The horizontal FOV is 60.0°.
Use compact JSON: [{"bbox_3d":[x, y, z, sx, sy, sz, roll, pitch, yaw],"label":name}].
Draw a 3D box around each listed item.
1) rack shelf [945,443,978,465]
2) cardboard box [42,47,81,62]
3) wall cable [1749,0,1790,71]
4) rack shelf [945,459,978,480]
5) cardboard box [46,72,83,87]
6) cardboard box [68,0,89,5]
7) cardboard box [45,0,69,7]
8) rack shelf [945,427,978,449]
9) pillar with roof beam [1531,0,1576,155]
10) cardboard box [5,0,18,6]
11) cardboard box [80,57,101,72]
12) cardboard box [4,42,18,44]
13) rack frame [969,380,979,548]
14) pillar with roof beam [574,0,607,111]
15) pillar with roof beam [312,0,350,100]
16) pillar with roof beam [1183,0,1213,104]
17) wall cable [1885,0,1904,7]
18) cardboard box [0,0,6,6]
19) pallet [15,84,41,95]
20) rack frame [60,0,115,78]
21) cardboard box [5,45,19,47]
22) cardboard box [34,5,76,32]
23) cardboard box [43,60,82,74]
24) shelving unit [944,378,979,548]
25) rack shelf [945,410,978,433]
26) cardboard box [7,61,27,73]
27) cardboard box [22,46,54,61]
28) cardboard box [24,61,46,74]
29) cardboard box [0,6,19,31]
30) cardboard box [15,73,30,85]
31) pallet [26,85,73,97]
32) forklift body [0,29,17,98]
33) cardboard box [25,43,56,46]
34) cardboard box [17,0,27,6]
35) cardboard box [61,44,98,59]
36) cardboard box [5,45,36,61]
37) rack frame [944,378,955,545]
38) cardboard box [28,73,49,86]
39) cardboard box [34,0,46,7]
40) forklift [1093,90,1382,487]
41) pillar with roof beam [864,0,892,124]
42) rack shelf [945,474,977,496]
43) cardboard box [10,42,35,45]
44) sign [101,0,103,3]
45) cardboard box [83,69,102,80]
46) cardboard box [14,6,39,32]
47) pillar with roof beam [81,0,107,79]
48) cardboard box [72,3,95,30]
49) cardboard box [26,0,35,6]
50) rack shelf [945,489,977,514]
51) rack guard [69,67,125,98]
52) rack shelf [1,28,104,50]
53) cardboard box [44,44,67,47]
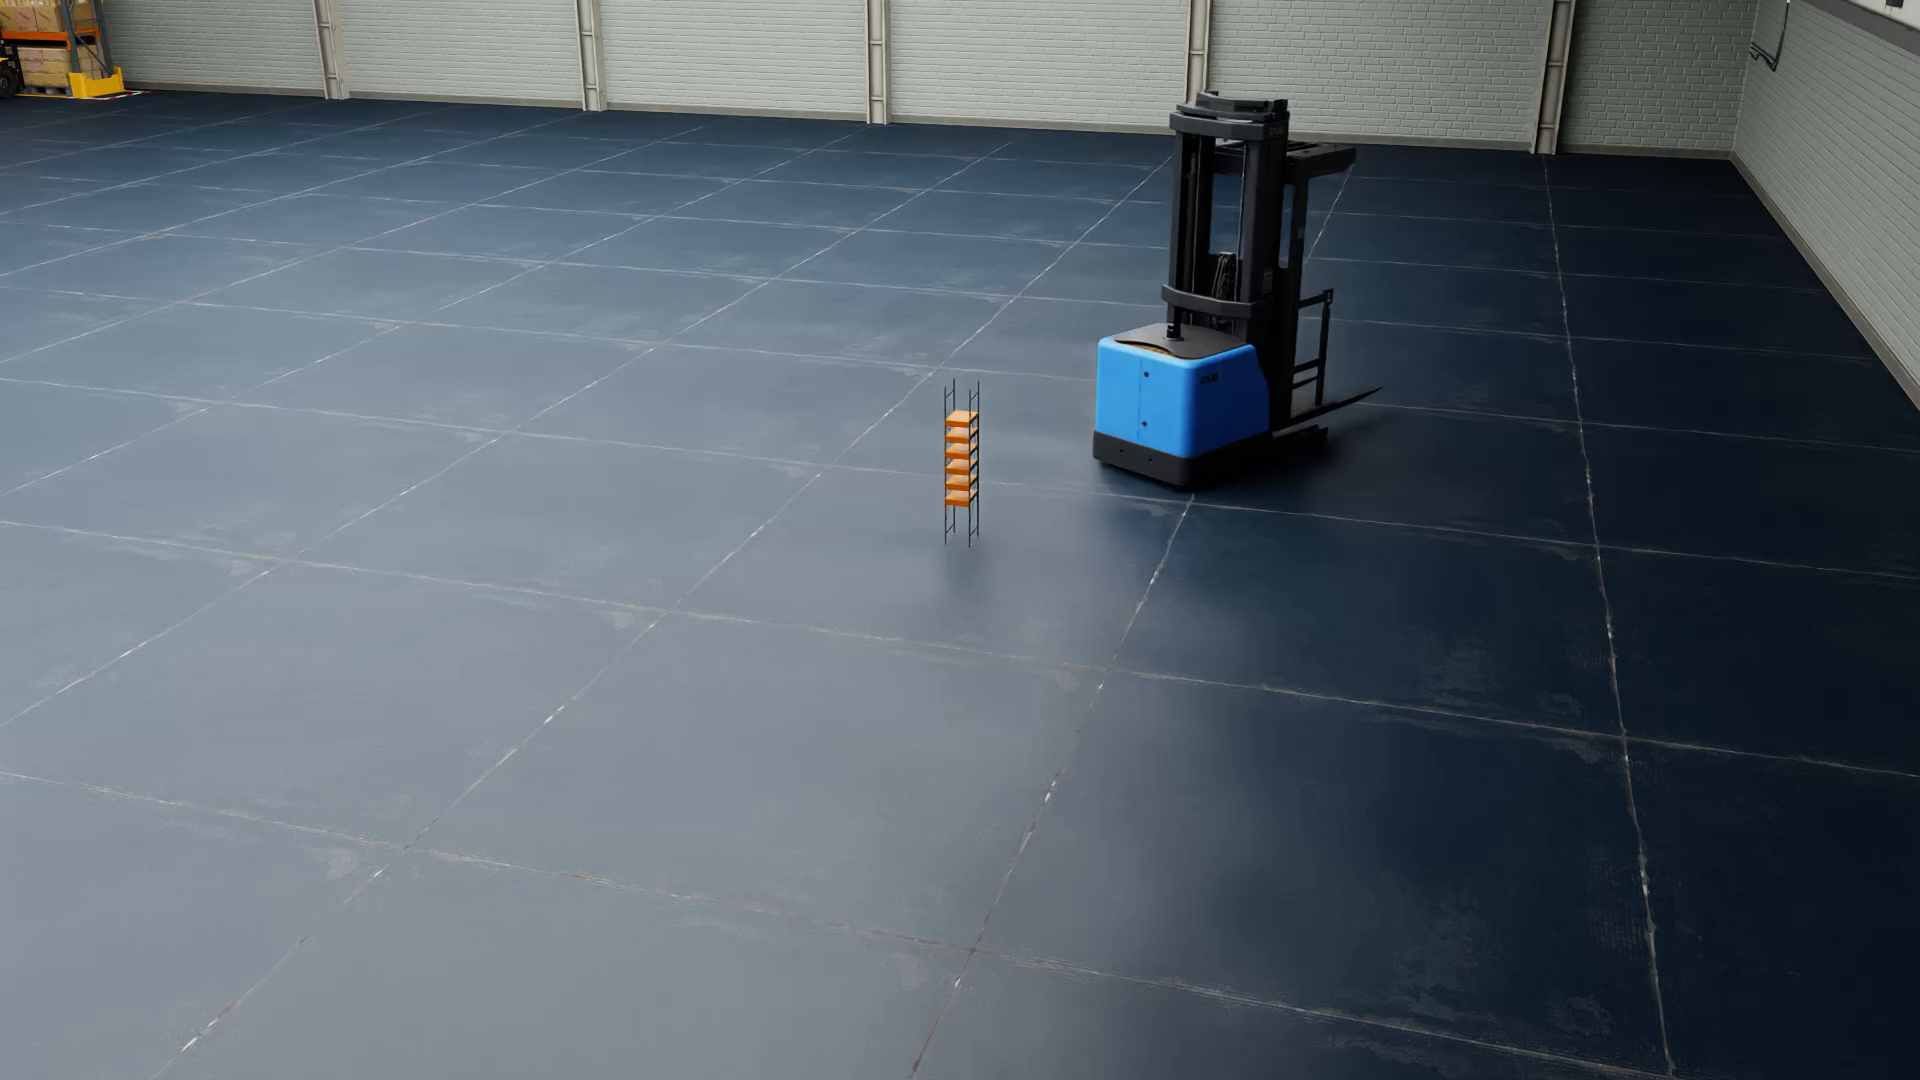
[{"bbox_3d":[0.014,-0.623,12.010,0.180,0.103,0.258,7,23,15],"label":"rack shelf"},{"bbox_3d":[-18.891,-10.211,34.962,0.500,0.250,0.500,7,23,17],"label":"cardboard box"},{"bbox_3d":[12.394,-8.539,25.322,0.112,2.526,3.097,7,23,16],"label":"wall cable"},{"bbox_3d":[0.014,-0.512,12.055,0.180,0.103,0.258,7,23,15],"label":"rack shelf"},{"bbox_3d":[-18.901,-9.748,35.151,0.500,0.250,0.500,7,23,16],"label":"cardboard box"},{"bbox_3d":[-18.610,-11.367,35.041,0.250,0.149,0.380,6,23,14],"label":"cardboard box"},{"bbox_3d":[-18.773,-11.171,34.565,0.250,0.149,0.380,7,23,16],"label":"cardboard box"},{"bbox_3d":[0.014,-0.734,11.964,0.180,0.103,0.258,7,23,15],"label":"rack shelf"},{"bbox_3d":[8.712,-9.215,22.878,0.400,9.000,9.100,7,23,16],"label":"pillar with roof beam"},{"bbox_3d":[-19.760,-11.283,34.837,0.250,0.149,0.380,6,23,14],"label":"cardboard box"},{"bbox_3d":[-18.750,-10.169,35.520,0.500,0.250,0.500,7,23,16],"label":"cardboard box"},{"bbox_3d":[-20.692,-10.618,35.955,0.500,0.250,0.500,7,23,16],"label":"cardboard box"},{"bbox_3d":[0.101,-0.544,12.014,0.006,1.200,0.240,7,23,15],"label":"rack frame"},{"bbox_3d":[-8.521,-11.189,27.689,0.400,9.000,9.100,7,23,16],"label":"pillar with roof beam"},{"bbox_3d":[-14.265,-11.846,29.292,0.400,9.000,9.100,7,23,16],"label":"pillar with roof beam"},{"bbox_3d":[2.967,-9.873,24.482,0.400,9.000,9.100,7,23,16],"label":"pillar with roof beam"},{"bbox_3d":[9.636,-8.102,15.683,0.169,6.003,2.305,7,23,16],"label":"wall cable"},{"bbox_3d":[-20.008,-11.303,34.887,0.250,0.149,0.380,7,23,16],"label":"cardboard box"},{"bbox_3d":[-20.268,-9.802,35.887,1.213,0.211,1.003,7,23,15],"label":"pallet"},{"bbox_3d":[-18.360,-10.889,34.863,0.127,3.000,1.000,7,23,16],"label":"rack frame"},{"bbox_3d":[-20.350,-10.374,35.362,0.500,0.250,0.500,6,23,14],"label":"cardboard box"},{"bbox_3d":[-18.907,-10.894,34.743,0.500,0.500,0.500,6,23,14],"label":"cardboard box"},{"bbox_3d":[-18.916,-9.982,35.063,0.500,0.250,0.500,6,23,15],"label":"cardboard box"},{"bbox_3d":[0.014,-0.554,12.038,0.189,1.200,0.258,7,23,15],"label":"shelving unit"},{"bbox_3d":[0.014,-0.845,11.919,0.180,0.103,0.258,7,23,15],"label":"rack shelf"},{"bbox_3d":[-19.893,-10.090,35.326,0.500,0.250,0.500,6,23,14],"label":"cardboard box"},{"bbox_3d":[-19.381,-10.264,35.093,0.500,0.250,0.500,7,23,16],"label":"cardboard box"},{"bbox_3d":[-19.393,-10.041,35.207,0.500,0.250,0.500,6,23,15],"label":"cardboard box"},{"bbox_3d":[-19.891,-11.010,35.026,0.500,0.500,0.500,6,23,14],"label":"cardboard box"},{"bbox_3d":[-19.851,-9.864,35.434,0.500,0.250,0.500,7,23,16],"label":"cardboard box"},{"bbox_3d":[-19.104,-9.667,35.559,1.213,0.211,1.003,7,23,16],"label":"pallet"},{"bbox_3d":[-20.702,-10.041,33.915,1.214,2.155,2.313,7,23,16],"label":"forklift body"},{"bbox_3d":[-19.720,-10.507,35.685,0.500,0.250,0.500,6,23,15],"label":"cardboard box"},{"bbox_3d":[-19.491,-11.271,34.807,0.250,0.149,0.380,6,23,15],"label":"cardboard box"},{"bbox_3d":[-18.765,-10.395,35.411,0.500,0.250,0.500,6,23,15],"label":"cardboard box"},{"bbox_3d":[-19.867,-10.316,35.219,0.500,0.250,0.500,7,23,16],"label":"cardboard box"},{"bbox_3d":[-0.074,-0.564,12.063,0.006,1.200,0.240,7,23,15],"label":"rack frame"},{"bbox_3d":[-19.374,-9.806,35.292,0.500,0.250,0.500,7,23,15],"label":"cardboard box"},{"bbox_3d":[-19.026,-11.189,34.607,0.250,0.149,0.380,7,23,16],"label":"cardboard box"},{"bbox_3d":[2.509,-2.235,13.855,3.031,2.935,1.130,-20,30,-40],"label":"forklift"},{"bbox_3d":[-2.777,-10.531,26.085,0.400,9.000,9.100,7,23,16],"label":"pillar with roof beam"},{"bbox_3d":[0.014,-0.401,12.101,0.180,0.103,0.258,7,23,15],"label":"rack shelf"},{"bbox_3d":[-20.209,-10.566,35.828,0.500,0.250,0.500,6,23,14],"label":"cardboard box"},{"bbox_3d":[-18.194,-11.527,35.174,0.005,0.325,0.100,7,23,16],"label":"sign"},{"bbox_3d":[-18.773,-9.936,35.610,0.500,0.250,0.500,7,23,16],"label":"cardboard box"},{"bbox_3d":[-19.401,-10.954,34.890,0.500,0.500,0.500,7,23,17],"label":"cardboard box"},{"bbox_3d":[-20.009,-12.504,30.896,0.400,9.000,9.100,7,23,16],"label":"pillar with roof beam"},{"bbox_3d":[-18.754,-11.090,35.222,0.500,0.500,0.500,7,23,17],"label":"cardboard box"},{"bbox_3d":[-19.257,-11.239,34.731,0.250,0.149,0.380,7,23,17],"label":"cardboard box"},{"bbox_3d":[0.014,-0.290,12.146,0.180,0.103,0.258,7,23,15],"label":"rack shelf"},{"bbox_3d":[-18.337,-9.730,35.331,0.348,0.500,1.175,7,23,16],"label":"rack guard"},{"bbox_3d":[-20.274,-10.775,35.534,4.000,0.370,1.077,7,23,16],"label":"rack shelf"},{"bbox_3d":[-19.245,-10.448,35.542,0.500,0.250,0.500,7,23,16],"label":"cardboard box"}]
